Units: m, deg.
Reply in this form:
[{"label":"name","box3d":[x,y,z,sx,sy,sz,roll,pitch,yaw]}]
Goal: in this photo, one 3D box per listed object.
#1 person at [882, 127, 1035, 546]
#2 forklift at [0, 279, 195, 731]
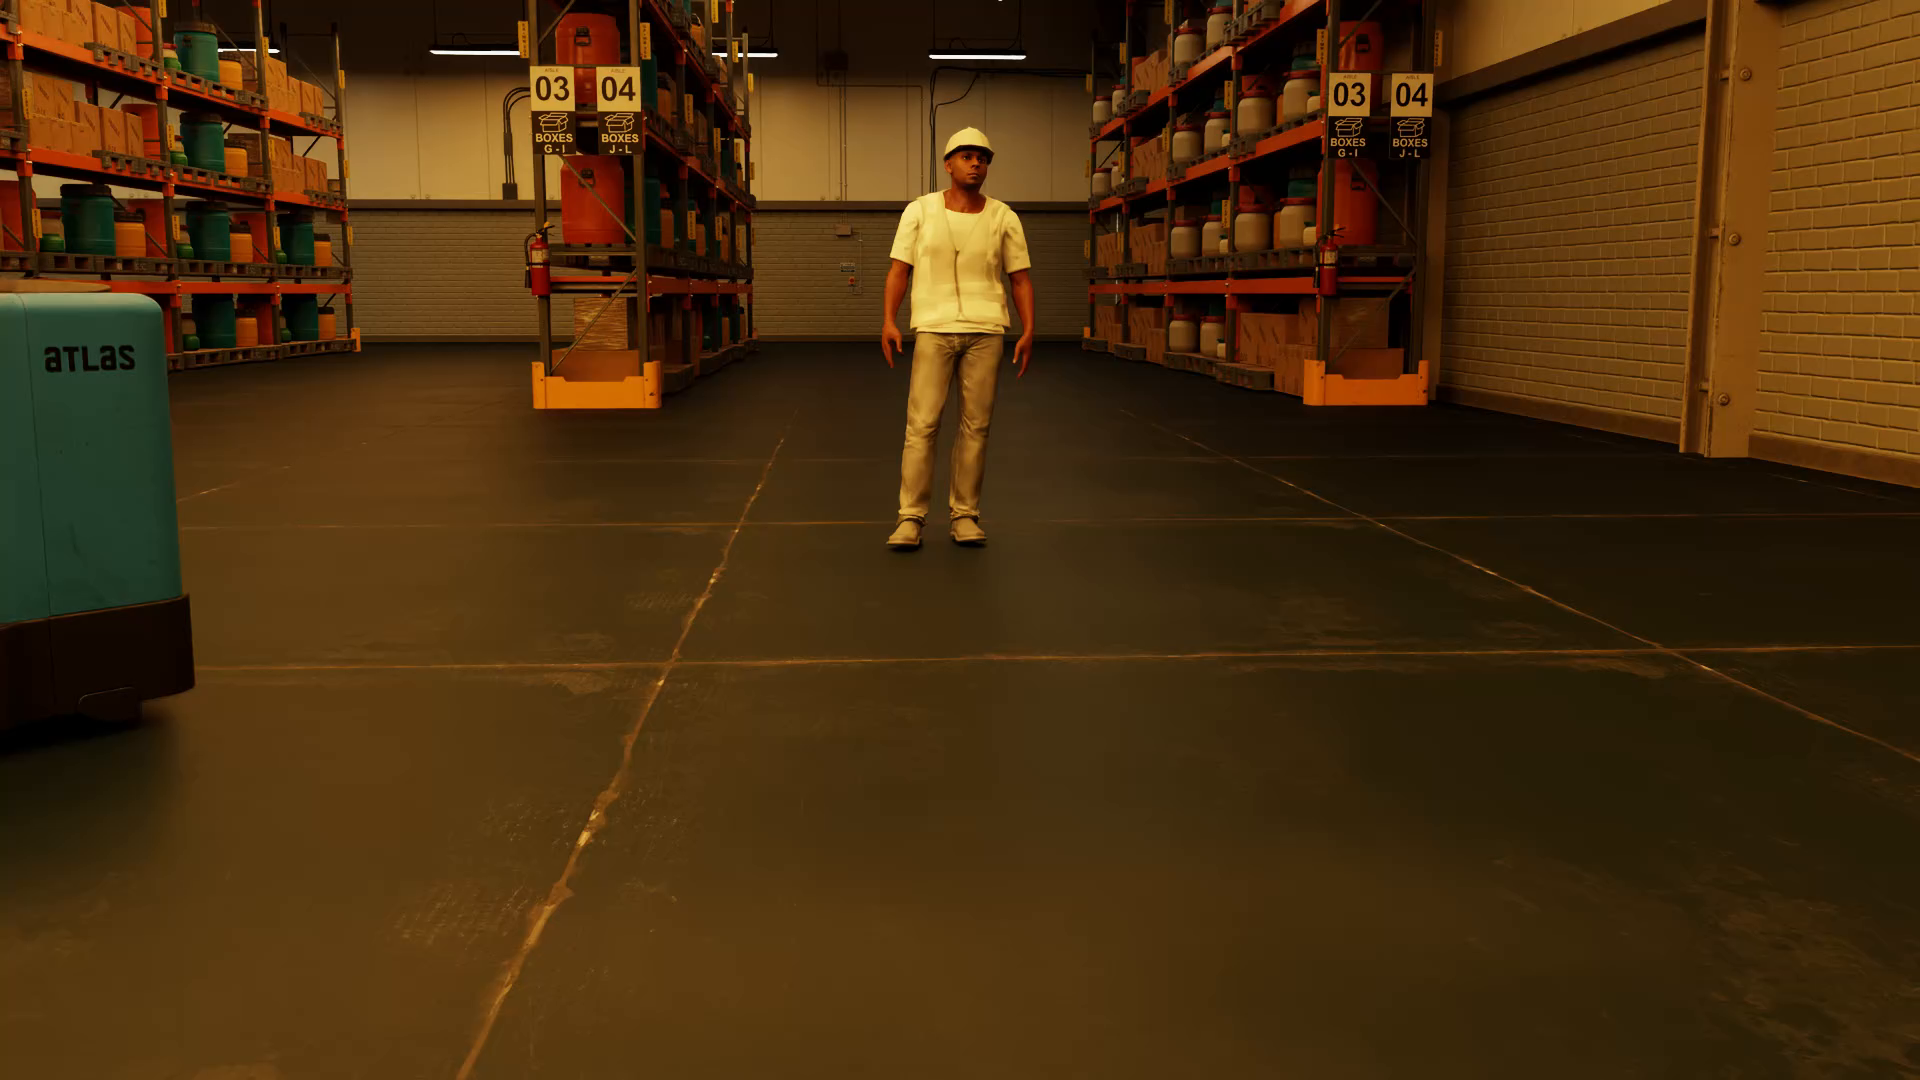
[{"label":"person","box3d":[-0.001,-0.870,7.110,0.665,1.768,0.575,-1,8,-4]},{"label":"forklift","box3d":[-3.275,-0.873,3.211,1.130,2.935,3.031,7,11,38]}]
